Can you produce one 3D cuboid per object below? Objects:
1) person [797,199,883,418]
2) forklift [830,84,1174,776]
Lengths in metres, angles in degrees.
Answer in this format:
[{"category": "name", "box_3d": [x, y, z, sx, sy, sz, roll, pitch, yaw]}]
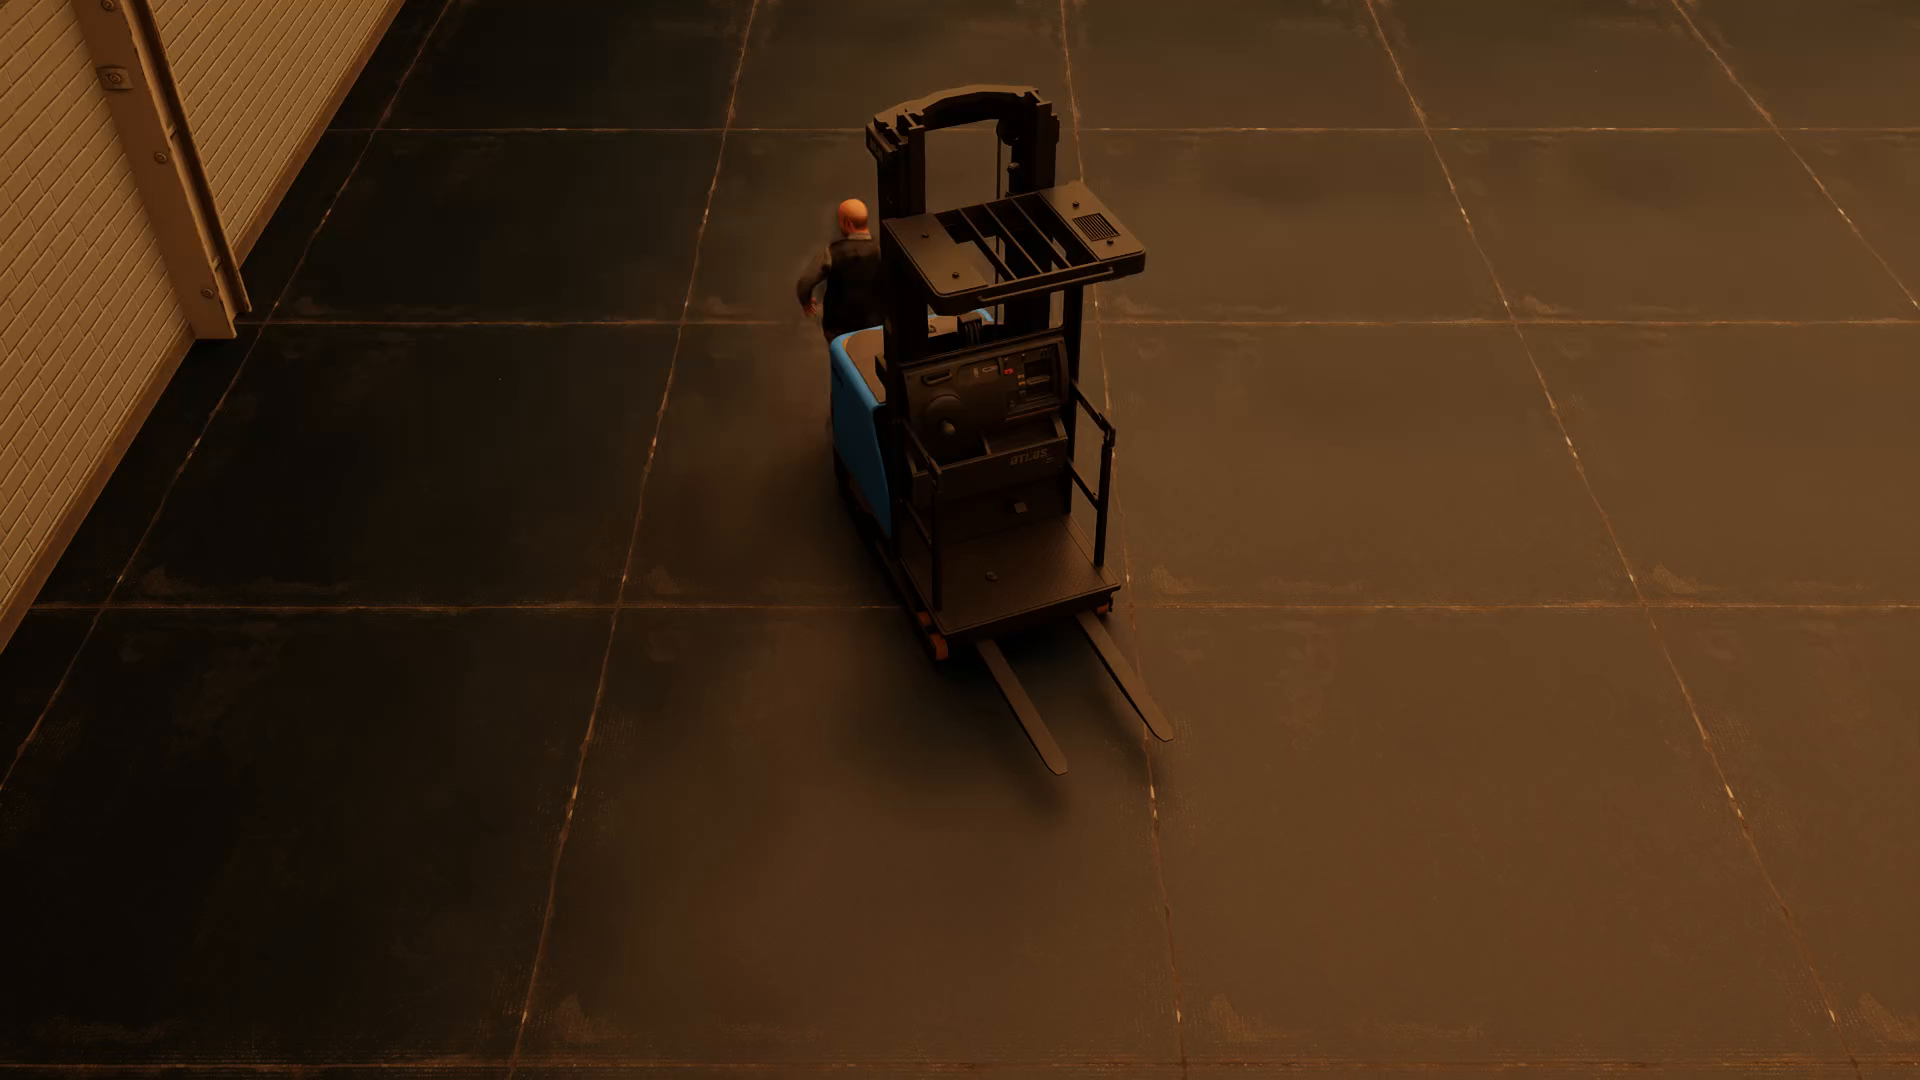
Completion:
[{"category": "person", "box_3d": [-0.614, -1.389, 10.638, 0.883, 1.540, 0.584, 10, 42, 12]}, {"category": "forklift", "box_3d": [0.230, -0.743, 8.782, 1.130, 2.935, 3.031, -15, 43, -17]}]
